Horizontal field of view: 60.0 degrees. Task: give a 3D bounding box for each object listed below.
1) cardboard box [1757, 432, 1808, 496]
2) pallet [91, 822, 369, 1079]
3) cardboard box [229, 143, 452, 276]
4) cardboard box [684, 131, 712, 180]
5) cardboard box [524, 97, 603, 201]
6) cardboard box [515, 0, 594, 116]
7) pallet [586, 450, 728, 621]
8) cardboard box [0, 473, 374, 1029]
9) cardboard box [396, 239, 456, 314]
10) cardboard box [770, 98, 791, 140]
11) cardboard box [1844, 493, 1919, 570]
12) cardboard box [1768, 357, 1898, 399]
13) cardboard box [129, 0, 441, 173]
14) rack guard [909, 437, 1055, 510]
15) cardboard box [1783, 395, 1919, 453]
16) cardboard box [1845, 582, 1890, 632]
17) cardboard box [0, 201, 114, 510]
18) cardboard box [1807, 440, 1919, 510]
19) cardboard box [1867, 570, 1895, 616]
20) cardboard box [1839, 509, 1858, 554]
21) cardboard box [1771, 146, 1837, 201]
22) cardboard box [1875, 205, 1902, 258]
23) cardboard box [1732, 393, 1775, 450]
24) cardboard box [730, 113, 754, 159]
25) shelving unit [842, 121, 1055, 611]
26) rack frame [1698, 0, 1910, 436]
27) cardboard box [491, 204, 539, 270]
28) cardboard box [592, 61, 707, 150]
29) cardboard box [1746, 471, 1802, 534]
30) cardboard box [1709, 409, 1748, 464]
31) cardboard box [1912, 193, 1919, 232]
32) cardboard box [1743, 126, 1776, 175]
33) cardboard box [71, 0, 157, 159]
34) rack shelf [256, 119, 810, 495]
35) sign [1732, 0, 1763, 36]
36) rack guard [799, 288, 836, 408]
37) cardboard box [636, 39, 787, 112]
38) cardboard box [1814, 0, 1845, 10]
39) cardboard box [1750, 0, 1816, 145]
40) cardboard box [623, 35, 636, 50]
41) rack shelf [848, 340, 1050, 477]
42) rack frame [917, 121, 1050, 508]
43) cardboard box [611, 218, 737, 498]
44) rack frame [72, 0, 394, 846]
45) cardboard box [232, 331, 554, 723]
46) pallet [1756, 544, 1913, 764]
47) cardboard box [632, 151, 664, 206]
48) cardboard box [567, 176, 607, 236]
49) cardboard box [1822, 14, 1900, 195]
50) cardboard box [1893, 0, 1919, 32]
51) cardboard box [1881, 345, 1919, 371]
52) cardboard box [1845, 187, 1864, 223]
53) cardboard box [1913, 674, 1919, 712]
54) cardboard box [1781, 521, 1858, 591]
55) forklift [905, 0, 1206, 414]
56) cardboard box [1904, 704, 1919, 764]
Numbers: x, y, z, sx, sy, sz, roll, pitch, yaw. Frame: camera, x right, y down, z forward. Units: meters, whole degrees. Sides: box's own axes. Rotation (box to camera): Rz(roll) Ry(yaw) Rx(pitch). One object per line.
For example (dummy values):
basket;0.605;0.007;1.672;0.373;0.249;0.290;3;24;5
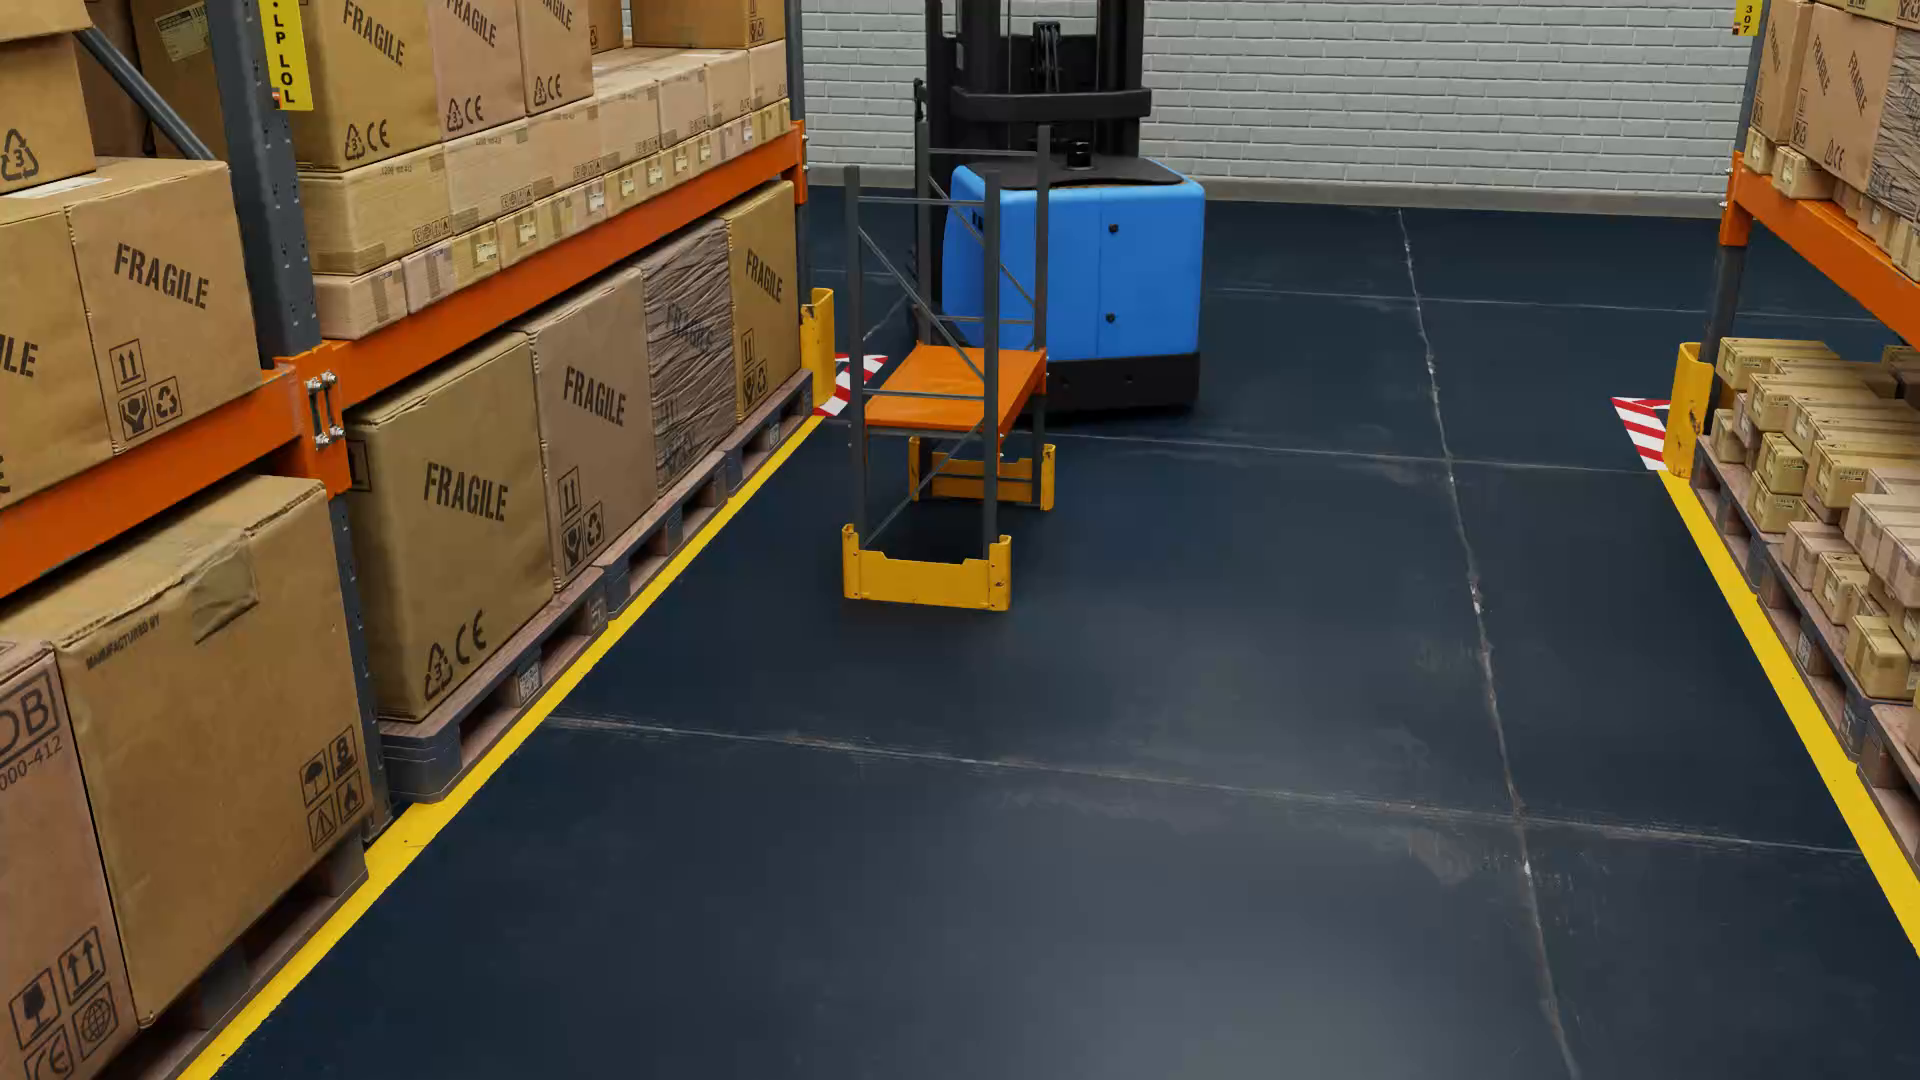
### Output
cardboard box;3.035;-0.258;5.835;0.380;0.149;0.250;5;23;13
pallet;-2.108;0.932;3.757;1.003;0.211;1.213;4;22;11
cardboard box;-1.672;-0.870;4.300;0.500;0.250;0.500;4;22;10
cardboard box;-1.166;-1.467;6.317;0.380;0.149;0.250;4;22;10
cardboard box;-1.466;-1.241;5.223;0.500;0.250;0.500;5;22;12
cardboard box;-1.467;-1.592;5.089;0.500;0.500;0.500;4;22;9
pallet;-1.546;-0.076;6.259;1.003;0.211;1.213;4;22;11
cardboard box;-2.136;0.377;3.684;1.225;0.875;0.875;5;22;11
cardboard box;-1.585;-0.712;4.442;0.380;0.149;0.250;4;22;9
cardboard box;-0.959;-1.840;7.245;0.380;0.149;0.250;5;22;12
cardboard box;2.822;-0.015;4.834;0.380;0.149;0.250;4;22;9
cardboard box;3.249;-0.570;6.211;0.380;0.149;0.250;5;22;12
cardboard box;-1.677;-1.221;4.170;0.500;0.500;0.500;4;22;11
rack guard;0.086;-0.270;6.690;0.587;0.250;0.087;4;22;11
cardboard box;3.102;-0.391;5.766;0.380;0.149;0.250;3;22;8
cardboard box;2.887;0.255;4.959;0.380;0.149;0.250;5;22;12
cardboard box;-1.960;-0.324;3.008;0.500;0.500;0.500;5;23;13
cardboard box;2.938;-0.197;5.285;0.380;0.149;0.250;5;22;12
cardboard box;2.898;0.141;4.844;0.380;0.149;0.250;3;22;8
cardboard box;3.059;-0.051;5.322;0.380;0.149;0.250;6;23;14
cardboard box;3.121;-1.297;5.894;0.380;0.149;0.250;4;22;9
cardboard box;2.971;-0.913;4.941;0.380;0.149;0.250;5;23;13
cardboard box;3.157;-0.440;6.286;0.380;0.149;0.250;4;22;11
cardboard box;-1.063;-1.653;6.779;0.380;0.149;0.250;5;22;11
shelving unit;-0.016;-0.668;6.004;0.587;1.500;1.083;4;22;11
rack frame;3.627;-1.697;6.553;1.000;3.000;0.127;4;22;11
cardboard box;-1.480;-0.905;4.921;0.380;0.149;0.250;4;22;9
cardboard box;-1.255;-1.612;6.143;0.500;0.250;0.500;4;22;9
cardboard box;3.030;-0.124;5.900;0.380;0.149;0.250;5;22;12
cardboard box;3.206;-0.402;6.592;0.380;0.149;0.250;5;22;12
cardboard box;2.842;-0.989;4.262;0.500;0.500;0.500;4;22;11
cardboard box;3.240;-1.487;6.367;0.380;0.149;0.250;4;22;10
cardboard box;-2.193;-1.254;4.251;0.500;0.500;0.500;5;22;12
rack shelf;-1.617;-1.047;5.901;1.077;0.370;4.000;4;22;11
sign;3.095;-2.140;6.494;0.100;0.325;0.005;4;22;11
rack guard;-1.204;-0.962;8.072;1.175;0.500;0.348;4;22;11
cardboard box;-1.048;-1.983;7.065;0.500;0.250;0.500;4;22;10
cardboard box;3.178;-2.016;5.475;0.500;0.500;0.500;5;22;12
cardboard box;3.264;-1.739;6.123;0.500;0.500;0.500;6;23;13
cardboard box;-1.571;-2.026;7.171;0.500;0.250;0.500;4;22;9
rack shelf;-0.017;-0.498;6.063;0.538;0.185;1.000;4;22;11
rack frame;0.086;-0.850;6.458;0.500;1.500;0.032;4;22;11
cardboard box;-1.446;-0.749;6.479;0.875;0.875;0.875;4;22;11
rack frame;-2.025;-0.649;3.951;1.000;3.000;0.127;4;22;11
cardboard box;-1.812;-0.094;4.854;0.875;0.875;0.875;4;22;11
pallet;3.159;0.363;5.169;1.003;0.211;1.213;4;22;11
cardboard box;-1.271;-1.281;5.856;0.380;0.149;0.250;5;22;12
cardboard box;-1.375;-1.090;5.381;0.380;0.149;0.250;5;22;12
cardboard box;3.068;-1.363;5.190;0.500;0.500;0.500;5;22;12
cardboard box;2.950;-1.641;4.543;0.500;0.500;0.500;4;22;9
cardboard box;3.767;-0.633;6.367;0.380;0.149;0.250;5;22;12
cardboard box;3.123;-1.094;5.391;0.380;0.149;0.250;4;22;10
cardboard box;2.644;0.417;4.160;0.380;0.149;0.250;4;22;9
cardboard box;2.935;0.061;5.441;0.380;0.149;0.250;3;22;8
forklift;0.321;-2.446;8.504;1.130;2.935;3.031;-4;22;-11
cardboard box;2.682;0.534;4.267;0.380;0.149;0.250;4;22;9
